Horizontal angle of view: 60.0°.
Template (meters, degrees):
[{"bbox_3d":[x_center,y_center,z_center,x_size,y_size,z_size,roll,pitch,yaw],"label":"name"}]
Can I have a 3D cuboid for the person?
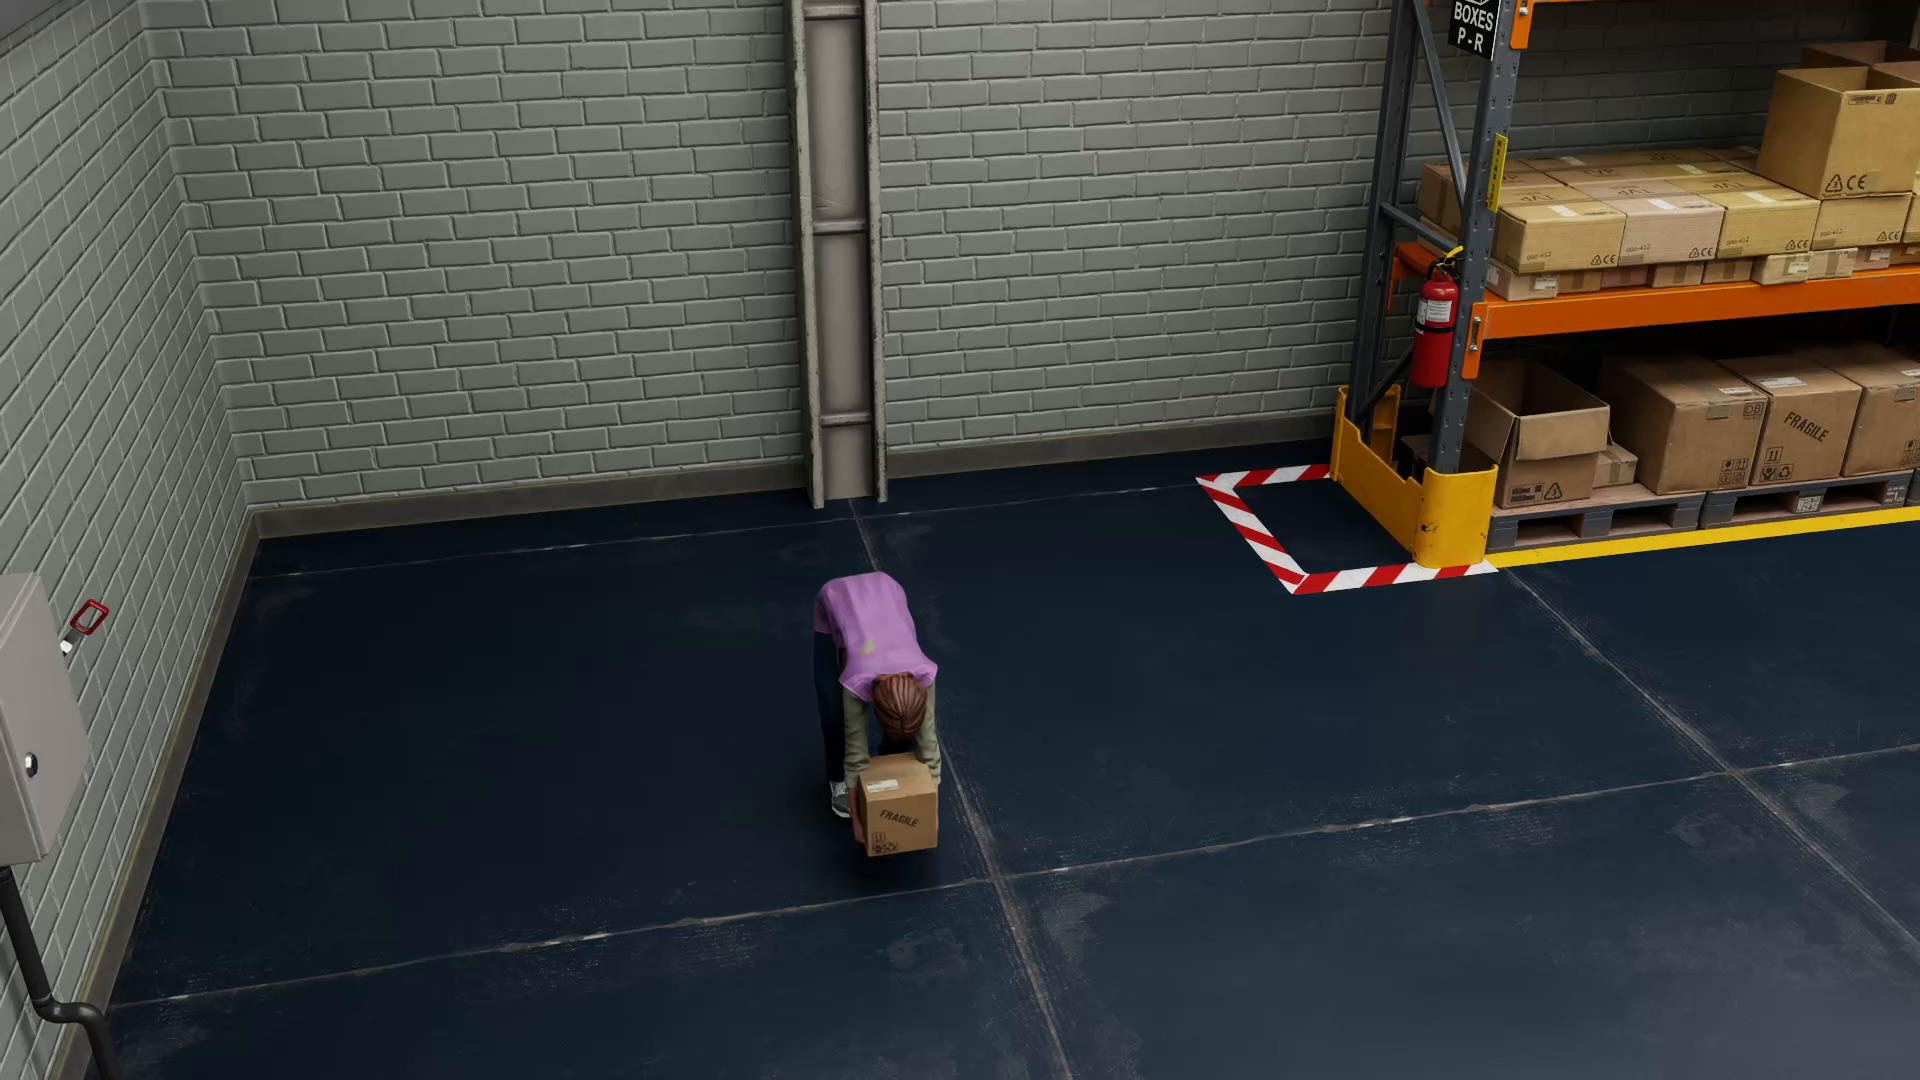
[{"bbox_3d":[-0.294,0.651,6.070,0.411,0.948,0.866,-7,28,-14],"label":"person"}]
